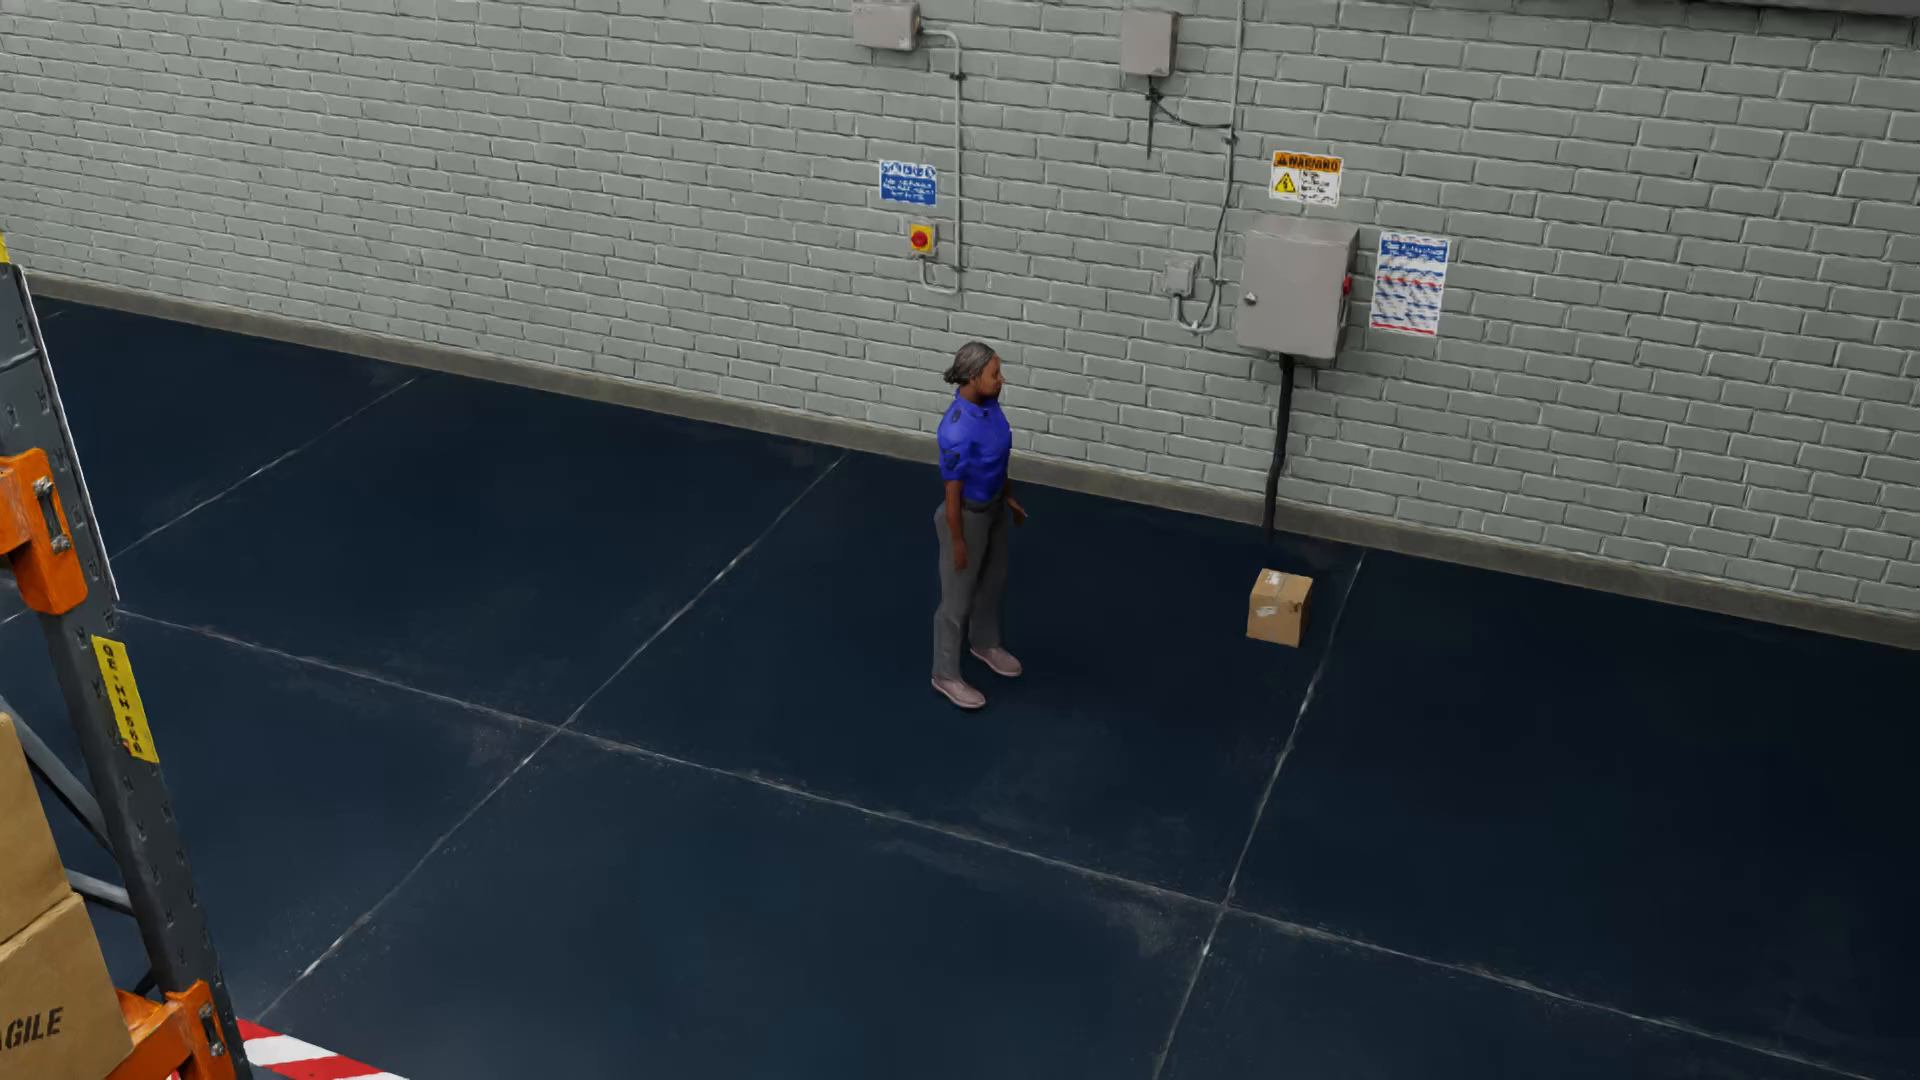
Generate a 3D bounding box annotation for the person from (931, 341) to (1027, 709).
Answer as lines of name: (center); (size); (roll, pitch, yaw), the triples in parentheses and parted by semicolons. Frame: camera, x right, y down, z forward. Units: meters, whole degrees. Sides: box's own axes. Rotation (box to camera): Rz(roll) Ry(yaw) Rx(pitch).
person: (0.081, -0.085, 7.239); (0.355, 1.665, 0.489); (13, 32, 21)
